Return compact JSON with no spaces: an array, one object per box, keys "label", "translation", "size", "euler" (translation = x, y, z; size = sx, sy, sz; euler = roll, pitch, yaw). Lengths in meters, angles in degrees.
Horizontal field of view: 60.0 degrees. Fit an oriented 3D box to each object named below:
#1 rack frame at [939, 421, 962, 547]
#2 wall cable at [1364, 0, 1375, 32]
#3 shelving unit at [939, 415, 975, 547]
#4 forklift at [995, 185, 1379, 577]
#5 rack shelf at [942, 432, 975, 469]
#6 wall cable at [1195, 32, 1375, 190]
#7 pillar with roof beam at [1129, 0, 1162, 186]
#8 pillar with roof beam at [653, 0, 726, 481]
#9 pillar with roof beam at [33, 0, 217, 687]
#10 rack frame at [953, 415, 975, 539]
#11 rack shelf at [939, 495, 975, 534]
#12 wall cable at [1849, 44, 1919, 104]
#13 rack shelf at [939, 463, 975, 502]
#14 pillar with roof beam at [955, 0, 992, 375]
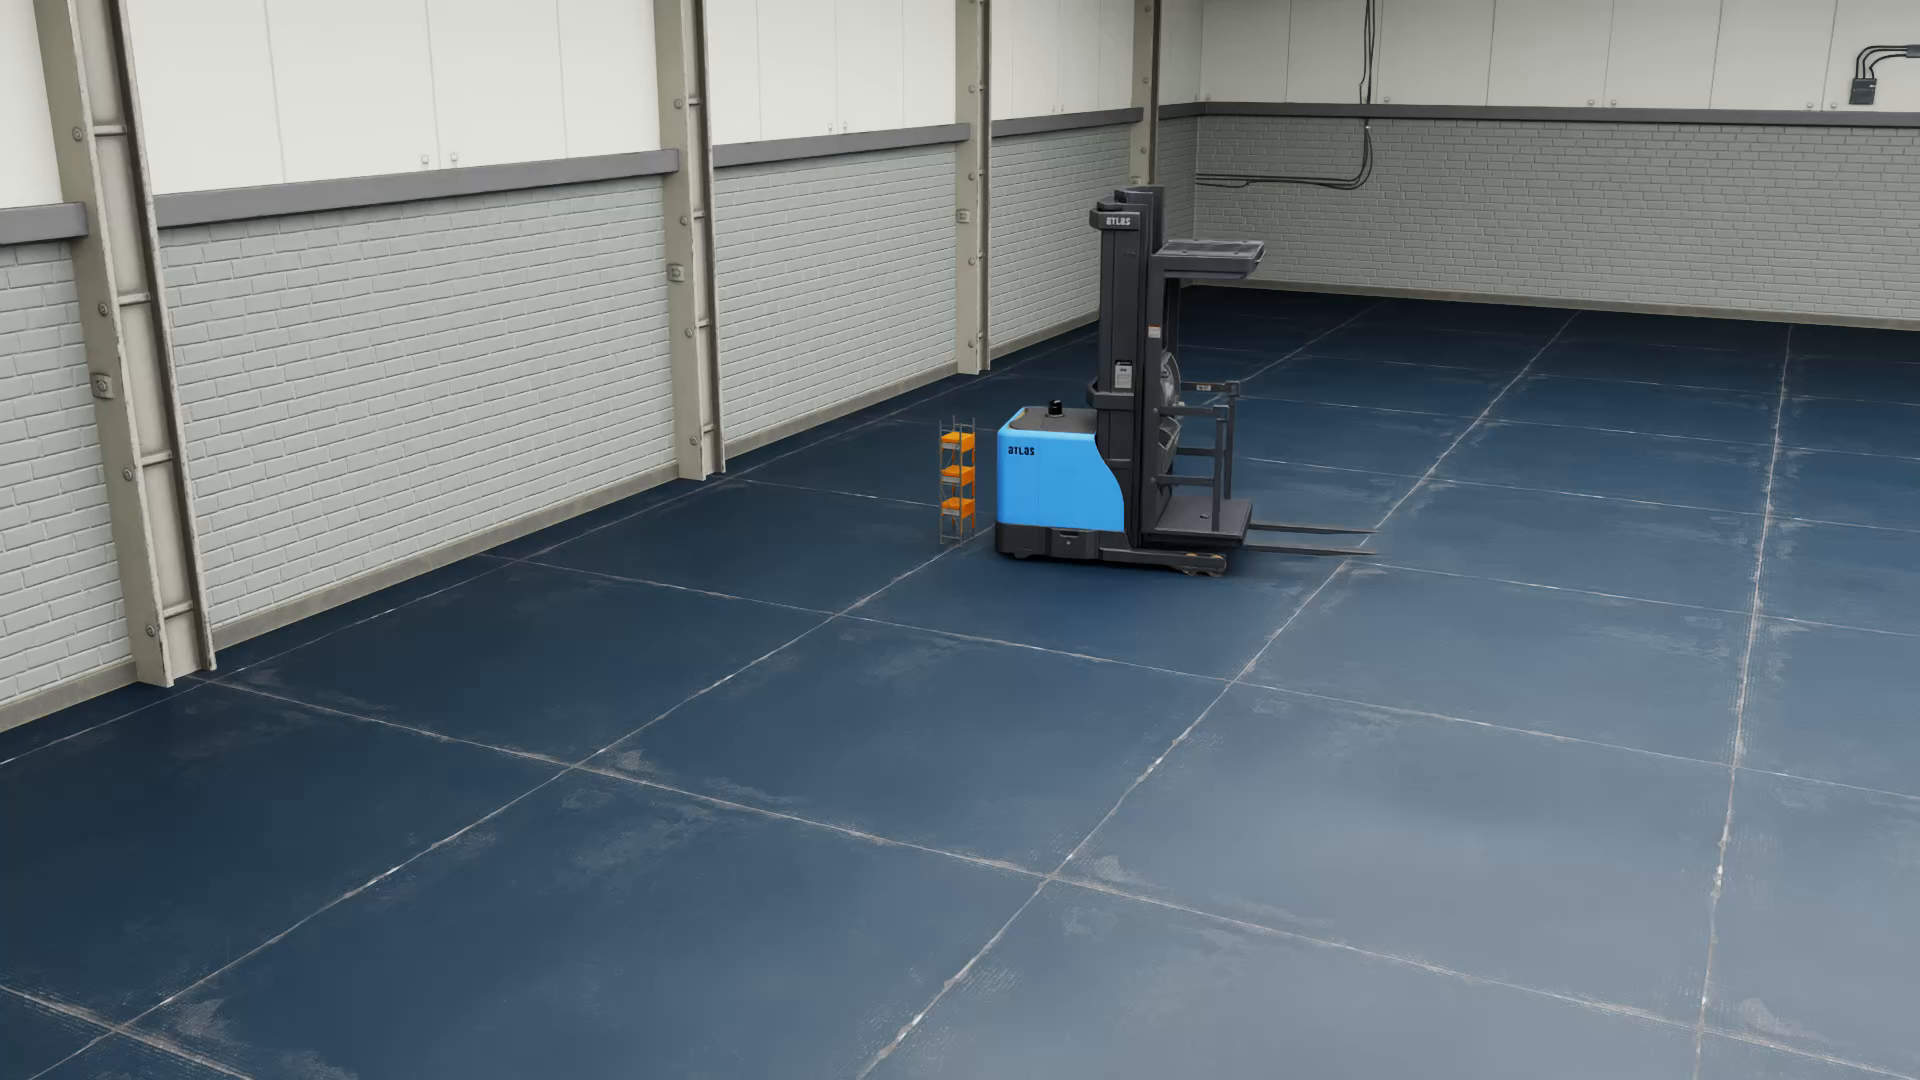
[{"label":"rack frame","translation":[-0.078,-0.459,13.724],"size":[0.200,1.050,0.008],"euler":[8,18,25]},{"label":"wall cable","translation":[7.765,-9.180,25.712],"size":[3.097,2.526,0.112],"euler":[8,18,25]},{"label":"shelving unit","translation":[-0.024,-0.490,13.829],"size":[0.215,1.050,0.252],"euler":[8,18,25]},{"label":"forklift","translation":[1.858,-1.284,13.200],"size":[3.031,2.935,1.130],"euler":[4,17,13]},{"label":"rack shelf","translation":[-0.024,-0.752,13.751],"size":[0.215,0.259,0.240],"euler":[8,18,25]},{"label":"wall cable","translation":[5.344,-7.104,27.590],"size":[3.097,2.526,0.112],"euler":[8,18,25]},{"label":"pillar with roof beam","translation":[6.696,-7.462,23.343],"size":[9.100,9.000,0.400],"euler":[8,18,25]},{"label":"pillar with roof beam","translation":[1.334,-4.406,13.052],"size":[9.100,9.000,0.400],"euler":[8,18,25]},{"label":"pillar with roof beam","translation":[-1.347,-2.877,7.907],"size":[9.100,9.000,0.400],"euler":[8,18,25]},{"label":"rack frame","translation":[0.031,-0.521,13.934],"size":[0.200,1.050,0.008],"euler":[8,18,25]},{"label":"rack shelf","translation":[-0.024,-0.213,13.911],"size":[0.215,0.259,0.240],"euler":[8,18,25]},{"label":"wall cable","translation":[13.830,-9.010,22.583],"size":[2.305,6.003,0.169],"euler":[8,18,25]},{"label":"rack shelf","translation":[-0.024,-0.479,13.832],"size":[0.215,0.259,0.240],"euler":[8,18,25]},{"label":"pillar with roof beam","translation":[4.015,-5.934,18.198],"size":[9.100,9.000,0.400],"euler":[8,18,25]}]
